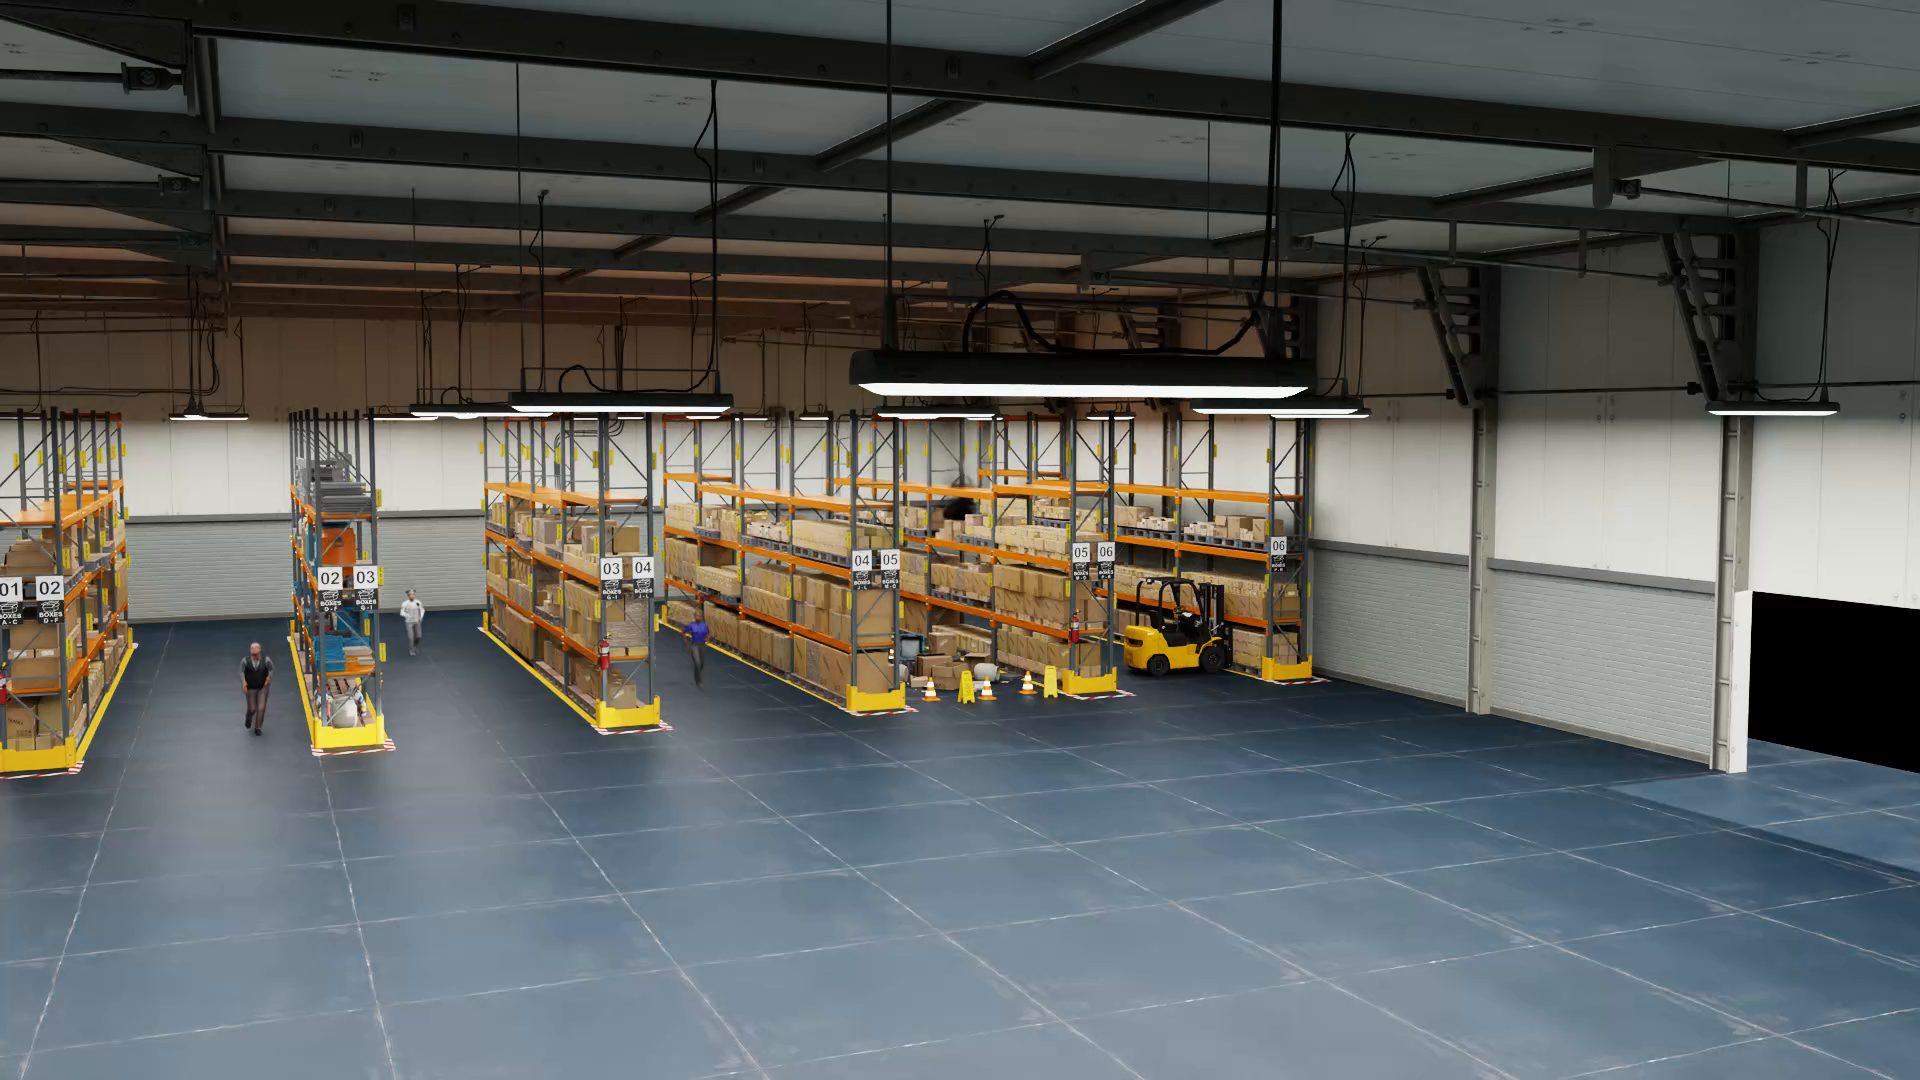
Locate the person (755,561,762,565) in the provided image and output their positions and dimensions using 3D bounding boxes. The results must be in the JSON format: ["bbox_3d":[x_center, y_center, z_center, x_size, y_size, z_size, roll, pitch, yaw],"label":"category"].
[{"bbox_3d":[-5.742,1.514,47.545,0.635,1.825,0.749,-2,4,-24],"label":"person"}]

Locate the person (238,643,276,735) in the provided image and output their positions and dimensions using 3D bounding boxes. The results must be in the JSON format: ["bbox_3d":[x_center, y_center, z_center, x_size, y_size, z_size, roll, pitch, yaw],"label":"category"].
[{"bbox_3d":[-12.954,2.739,30.675,0.656,1.696,0.627,-2,4,-24],"label":"person"}]

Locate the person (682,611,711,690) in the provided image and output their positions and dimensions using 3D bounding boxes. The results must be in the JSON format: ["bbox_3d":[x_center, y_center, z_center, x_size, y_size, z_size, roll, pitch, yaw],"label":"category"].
[{"bbox_3d":[-5.701,2.369,36.077,0.582,1.679,0.823,-2,5,-30],"label":"person"}]

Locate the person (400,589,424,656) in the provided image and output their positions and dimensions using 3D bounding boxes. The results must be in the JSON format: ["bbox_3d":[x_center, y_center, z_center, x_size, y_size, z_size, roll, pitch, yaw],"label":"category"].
[{"bbox_3d":[-13.421,2.025,40.857,0.603,1.655,0.546,-2,5,-30],"label":"person"}]

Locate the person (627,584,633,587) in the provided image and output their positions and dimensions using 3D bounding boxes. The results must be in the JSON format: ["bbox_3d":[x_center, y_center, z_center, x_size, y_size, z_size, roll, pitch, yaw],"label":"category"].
[{"bbox_3d":[-9.689,1.549,47.449,0.712,1.710,0.510,2,4,24],"label":"person"}]
